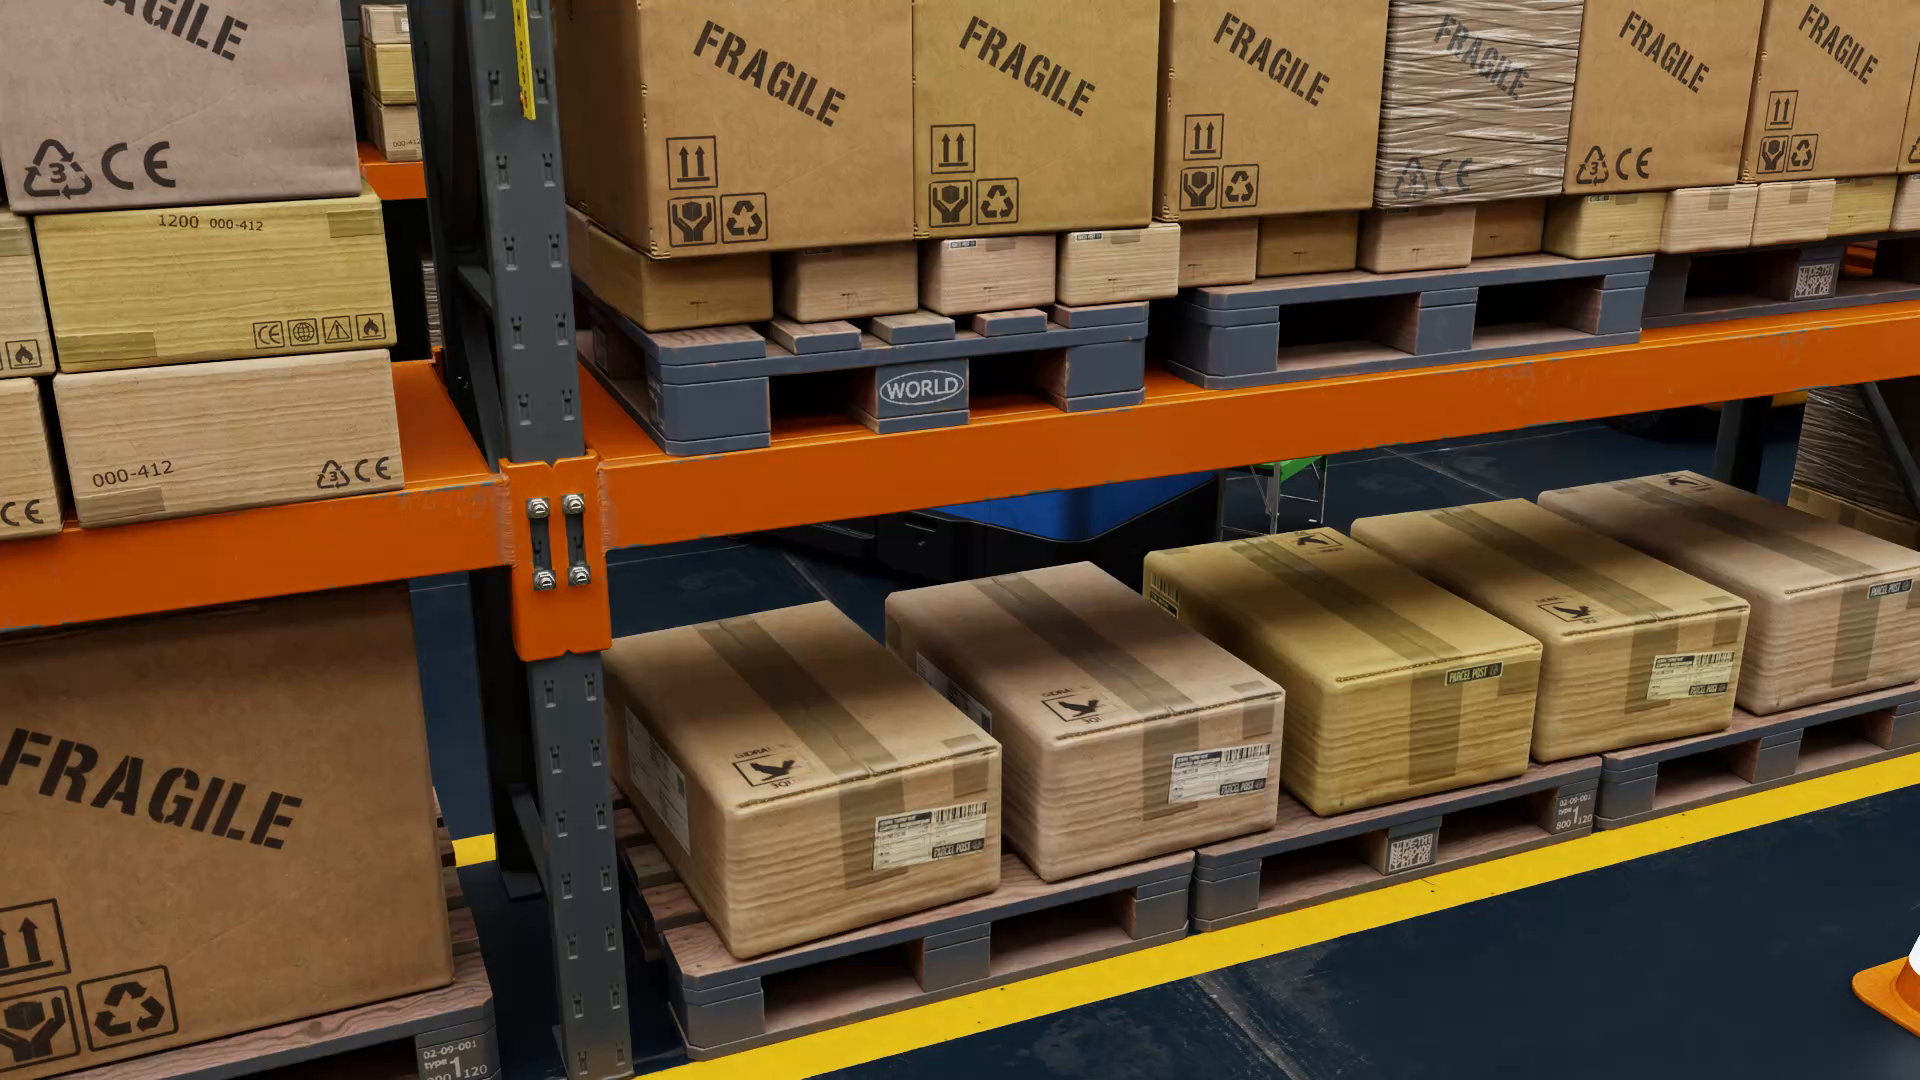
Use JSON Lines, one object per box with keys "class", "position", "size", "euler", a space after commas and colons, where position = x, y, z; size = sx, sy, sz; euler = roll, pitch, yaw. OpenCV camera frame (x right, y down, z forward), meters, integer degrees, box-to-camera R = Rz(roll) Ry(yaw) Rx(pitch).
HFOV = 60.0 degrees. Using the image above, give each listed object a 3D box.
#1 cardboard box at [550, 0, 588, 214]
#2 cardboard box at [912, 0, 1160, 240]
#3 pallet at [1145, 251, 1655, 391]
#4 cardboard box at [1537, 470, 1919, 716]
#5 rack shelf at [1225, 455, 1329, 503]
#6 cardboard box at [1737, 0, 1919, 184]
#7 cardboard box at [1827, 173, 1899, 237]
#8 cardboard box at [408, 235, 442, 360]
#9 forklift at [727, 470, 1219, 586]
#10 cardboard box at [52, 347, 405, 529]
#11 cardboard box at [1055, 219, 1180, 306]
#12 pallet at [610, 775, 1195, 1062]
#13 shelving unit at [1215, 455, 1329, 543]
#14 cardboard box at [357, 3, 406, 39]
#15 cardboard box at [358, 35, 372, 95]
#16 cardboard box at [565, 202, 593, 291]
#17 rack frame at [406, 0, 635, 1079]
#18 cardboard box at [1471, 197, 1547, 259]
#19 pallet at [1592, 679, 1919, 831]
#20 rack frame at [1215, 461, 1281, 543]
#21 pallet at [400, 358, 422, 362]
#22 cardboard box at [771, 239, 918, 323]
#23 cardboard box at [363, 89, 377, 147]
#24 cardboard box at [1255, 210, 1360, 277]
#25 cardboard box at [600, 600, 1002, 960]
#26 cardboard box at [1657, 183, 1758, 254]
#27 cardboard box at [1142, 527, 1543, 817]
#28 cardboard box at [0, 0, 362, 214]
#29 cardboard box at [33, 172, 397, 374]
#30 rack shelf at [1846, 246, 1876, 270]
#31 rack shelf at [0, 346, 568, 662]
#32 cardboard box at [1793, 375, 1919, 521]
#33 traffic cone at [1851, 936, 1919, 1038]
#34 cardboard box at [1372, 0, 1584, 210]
{"class": "cardboard box", "position": [-0.613, -0.989, 3.583], "size": [0.500, 0.500, 0.500], "euler": [-9, 21, -23]}
{"class": "cardboard box", "position": [0.060, -0.903, 3.341], "size": [0.500, 0.500, 0.500], "euler": [-7, 21, -19]}
{"class": "pallet", "position": [0.881, -0.641, 4.115], "size": [1.213, 0.211, 1.003], "euler": [-8, 21, -22]}
{"class": "cardboard box", "position": [2.272, 0.126, 4.971], "size": [0.625, 0.372, 0.950], "euler": [-8, 21, -21]}
{"class": "rack shelf", "position": [1.226, -0.298, 6.478], "size": [0.258, 0.148, 0.480], "euler": [12, 23, 31]}
{"class": "cardboard box", "position": [1.964, -1.174, 4.109], "size": [0.500, 0.500, 0.500], "euler": [-8, 21, -22]}
{"class": "cardboard box", "position": [2.140, -0.883, 4.260], "size": [0.250, 0.149, 0.380], "euler": [-9, 21, -24]}
{"class": "cardboard box", "position": [-2.312, -1.128, 8.151], "size": [0.625, 0.625, 0.875], "euler": [-7, 21, -20]}
{"class": "forklift", "position": [-0.504, -1.508, 6.393], "size": [3.031, 2.935, 1.130], "euler": [14, 24, 35]}
{"class": "cardboard box", "position": [-1.282, -0.242, 2.919], "size": [0.500, 0.250, 0.500], "euler": [-9, 21, -24]}
{"class": "cardboard box", "position": [0.255, -0.603, 3.464], "size": [0.250, 0.149, 0.380], "euler": [-8, 21, -22]}
{"class": "pallet", "position": [-0.202, 0.754, 4.062], "size": [1.213, 0.211, 1.003], "euler": [-8, 21, -22]}
{"class": "shelving unit", "position": [1.226, -0.585, 6.377], "size": [0.258, 1.200, 0.503], "euler": [12, 23, 31]}
{"class": "cardboard box", "position": [-2.671, -2.429, 7.778], "size": [0.250, 0.149, 0.380], "euler": [-7, 21, -20]}
{"class": "cardboard box", "position": [-2.588, -2.281, 7.956], "size": [0.500, 0.250, 0.500], "euler": [-8, 21, -21]}
{"class": "cardboard box", "position": [-0.713, -0.653, 3.606], "size": [0.250, 0.149, 0.380], "euler": [-7, 21, -20]}
{"class": "rack frame", "position": [-0.920, -0.459, 3.308], "size": [0.127, 3.000, 1.000], "euler": [-8, 21, -22]}
{"class": "cardboard box", "position": [1.164, -0.779, 3.965], "size": [0.250, 0.149, 0.380], "euler": [-9, 21, -24]}
{"class": "pallet", "position": [2.038, 0.433, 4.973], "size": [1.213, 0.211, 1.003], "euler": [-8, 21, -22]}
{"class": "rack frame", "position": [1.093, -0.517, 6.184], "size": [0.240, 1.200, 0.015], "euler": [12, 23, 31]}
{"class": "pallet", "position": [-2.119, -0.753, 8.342], "size": [1.213, 0.211, 1.003], "euler": [-8, 21, -22]}
{"class": "cardboard box", "position": [-0.276, -0.551, 3.317], "size": [0.250, 0.149, 0.380], "euler": [-10, 22, -25]}
{"class": "cardboard box", "position": [-2.579, -2.038, 8.020], "size": [0.500, 0.250, 0.500], "euler": [-9, 21, -23]}
{"class": "cardboard box", "position": [0.689, -0.708, 3.761], "size": [0.250, 0.149, 0.380], "euler": [-7, 21, -20]}
{"class": "cardboard box", "position": [-0.398, 0.512, 3.877], "size": [0.625, 0.372, 0.950], "euler": [-10, 22, -26]}
{"class": "cardboard box", "position": [1.685, -0.804, 4.034], "size": [0.250, 0.149, 0.380], "euler": [-8, 21, -21]}
{"class": "cardboard box", "position": [0.975, 0.314, 4.438], "size": [0.625, 0.372, 0.950], "euler": [-7, 21, -20]}
{"class": "cardboard box", "position": [-1.292, -0.830, 2.705], "size": [0.500, 0.500, 0.500], "euler": [-9, 21, -23]}
{"class": "cardboard box", "position": [-1.265, -0.482, 2.849], "size": [0.500, 0.250, 0.500], "euler": [-8, 21, -22]}
{"class": "rack shelf", "position": [4.589, -0.909, 5.669], "size": [4.000, 0.370, 1.077], "euler": [-8, 21, -22]}
{"class": "rack shelf", "position": [-2.757, 0.144, 2.680], "size": [4.000, 0.370, 1.077], "euler": [-8, 21, -22]}
{"class": "cardboard box", "position": [3.189, -0.399, 5.518], "size": [0.500, 0.500, 0.500], "euler": [-8, 21, -23]}
{"class": "traffic cone", "position": [2.168, 0.802, 3.548], "size": [0.334, 0.463, 0.336], "euler": [-8, 21, -22]}
{"class": "cardboard box", "position": [1.007, -1.039, 3.725], "size": [0.500, 0.500, 0.500], "euler": [-9, 21, -24]}
